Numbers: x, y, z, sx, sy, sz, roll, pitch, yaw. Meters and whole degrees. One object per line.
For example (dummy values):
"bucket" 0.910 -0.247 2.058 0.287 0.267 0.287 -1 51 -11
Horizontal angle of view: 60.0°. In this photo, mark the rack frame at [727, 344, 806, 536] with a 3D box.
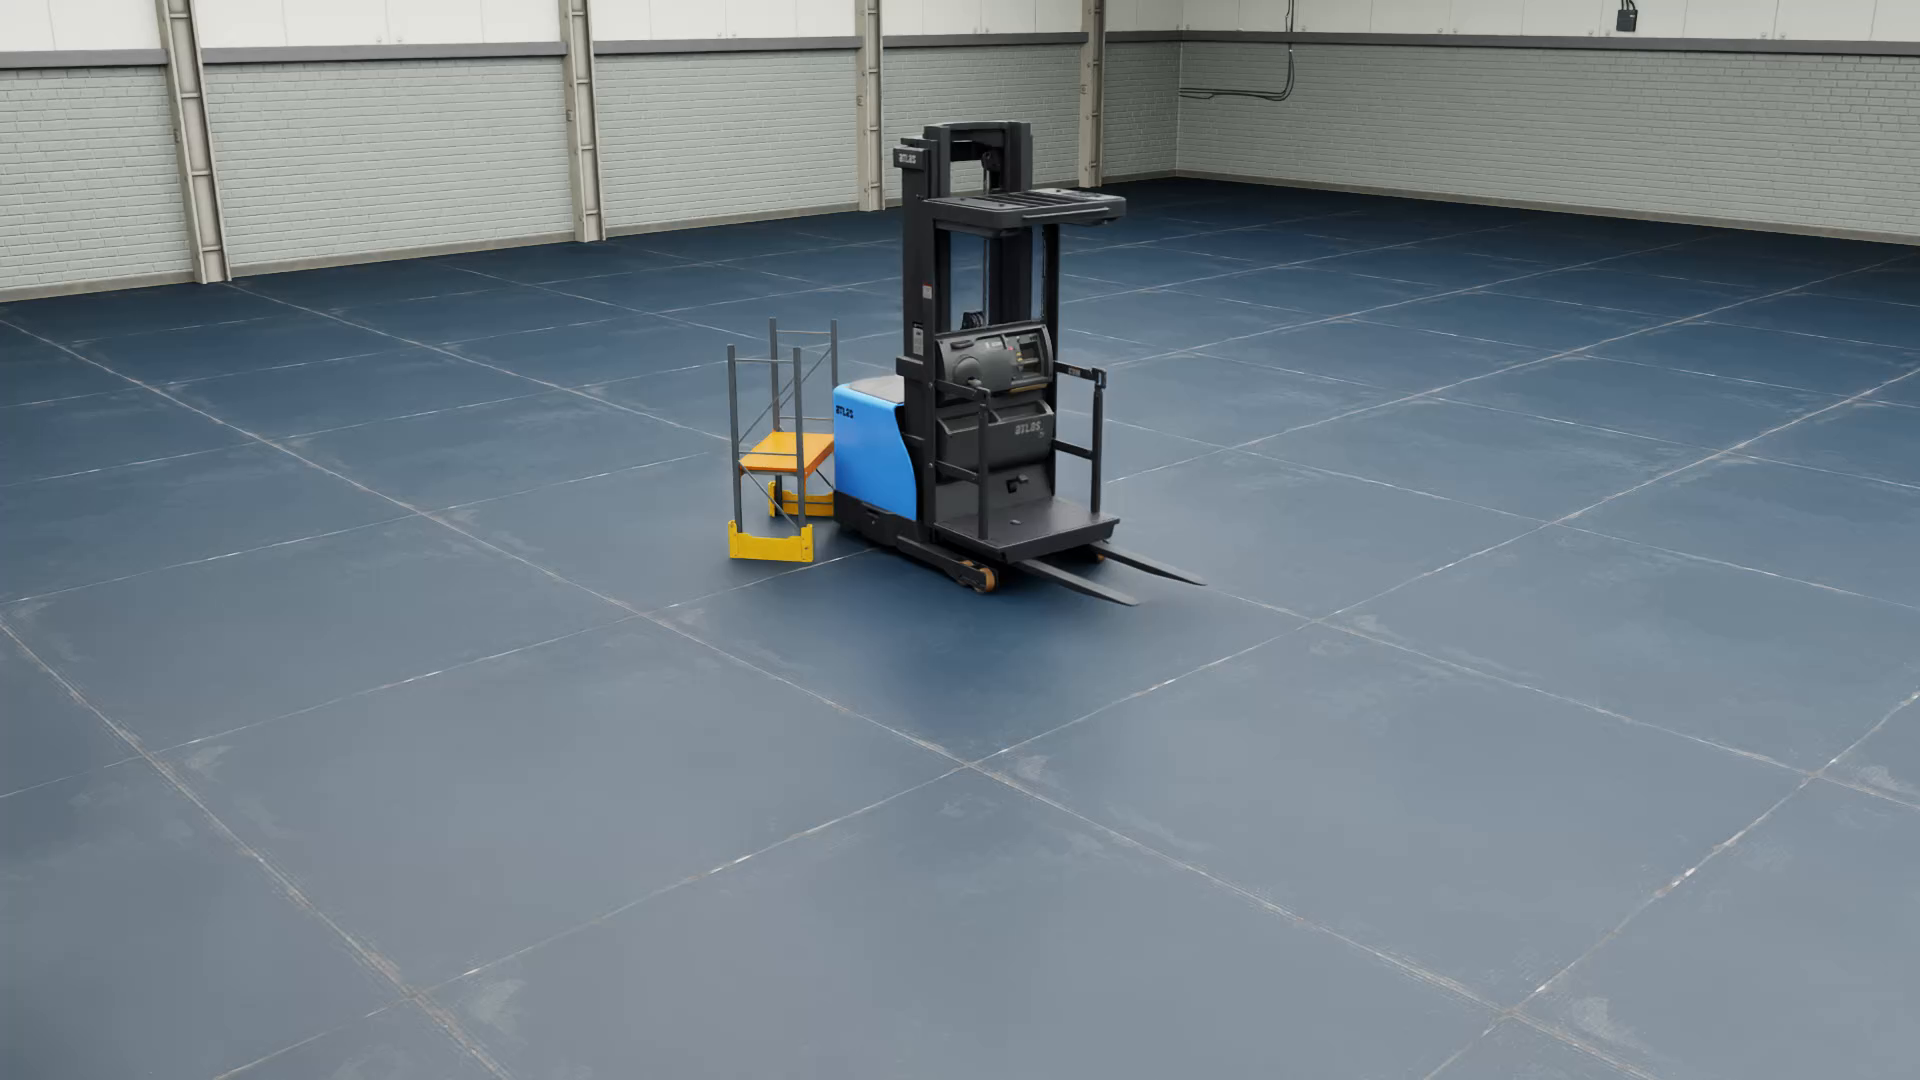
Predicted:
"rack frame" -1.314 -0.586 11.360 0.500 1.500 0.032 3 18 9

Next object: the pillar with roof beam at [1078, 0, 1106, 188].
"pillar with roof beam" 5.676 -10.724 30.471 0.400 9.000 9.100 -16 24 -41

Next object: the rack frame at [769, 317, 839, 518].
"rack frame" -1.139 -0.895 12.313 0.500 1.500 0.032 3 18 9

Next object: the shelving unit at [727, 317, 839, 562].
"shelving unit" -1.228 -0.738 11.828 0.587 1.500 1.083 3 18 9

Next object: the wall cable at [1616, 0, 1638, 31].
"wall cable" 12.278 -11.504 27.362 0.169 6.003 2.305 -16 24 -41

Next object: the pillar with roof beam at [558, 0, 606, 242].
"pillar with roof beam" -3.043 -8.182 22.629 0.400 9.000 9.100 -16 24 -41

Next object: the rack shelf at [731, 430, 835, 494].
"rack shelf" -1.227 -0.569 11.892 0.538 0.185 1.000 3 18 9

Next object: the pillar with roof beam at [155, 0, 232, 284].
"pillar with roof beam" -7.403 -6.910 18.707 0.400 9.000 9.100 -16 24 -41

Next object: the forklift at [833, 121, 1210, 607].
"forklift" 0.375 -1.217 10.985 1.130 2.935 3.031 -14 22 -36

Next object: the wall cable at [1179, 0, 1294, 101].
"wall cable" 5.767 -10.540 34.937 0.112 2.526 3.097 -16 24 -41

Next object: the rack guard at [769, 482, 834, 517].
"rack guard" -1.143 -0.295 12.488 0.587 0.250 0.087 3 18 9

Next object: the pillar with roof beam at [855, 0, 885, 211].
"pillar with roof beam" 1.316 -9.453 26.550 0.400 9.000 9.100 -16 24 -41

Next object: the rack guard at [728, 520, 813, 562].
"rack guard" -1.313 0.008 11.554 0.587 0.250 0.087 3 18 9
